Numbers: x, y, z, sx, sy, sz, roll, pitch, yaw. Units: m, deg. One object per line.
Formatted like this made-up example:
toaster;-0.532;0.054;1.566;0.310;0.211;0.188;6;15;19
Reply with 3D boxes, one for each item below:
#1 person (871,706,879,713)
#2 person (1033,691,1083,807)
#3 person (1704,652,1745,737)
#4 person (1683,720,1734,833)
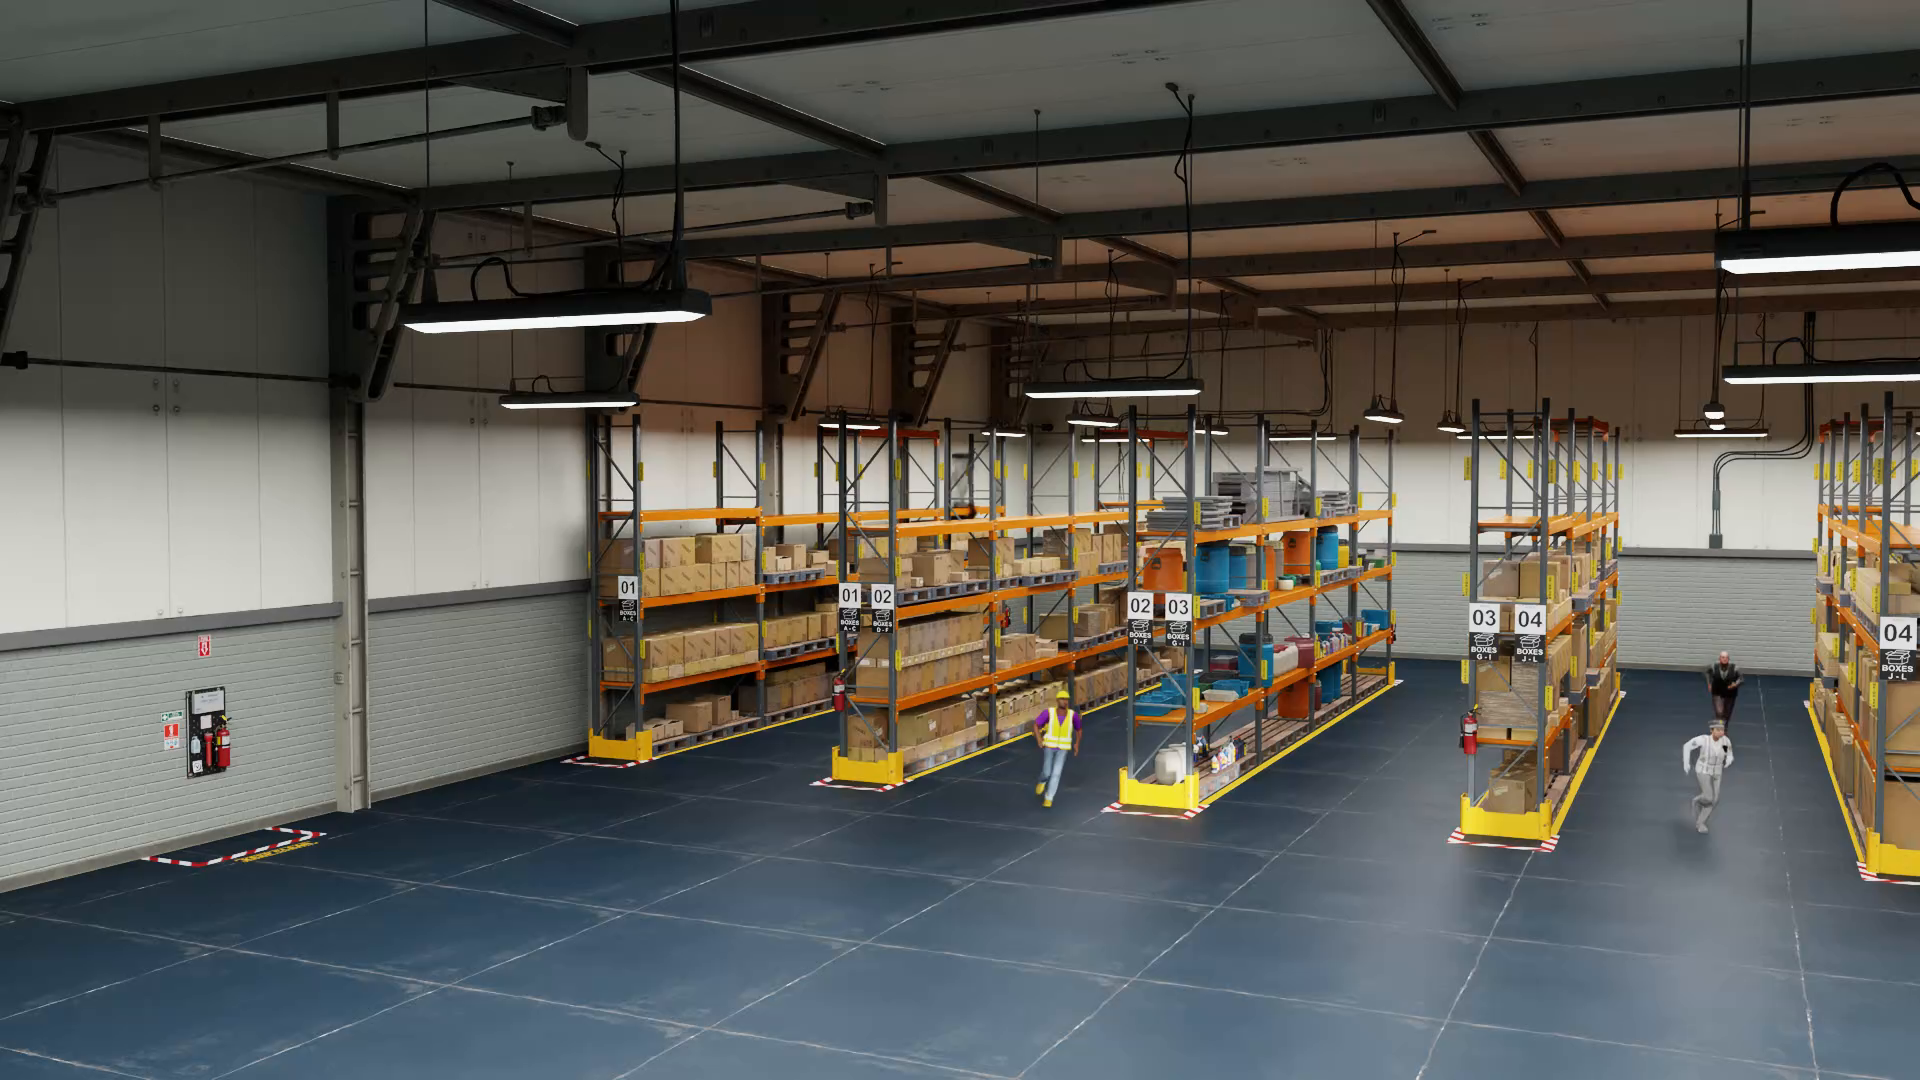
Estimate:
person;-1.426;2.875;31.799;0.592;1.589;0.835;1;3;25
person;1.484;3.120;25.008;0.755;1.707;0.755;0;2;-3
person;14.050;2.901;30.583;0.661;1.726;1.084;1;2;18
person;10.389;3.260;23.024;0.604;1.616;0.668;0;2;-5
